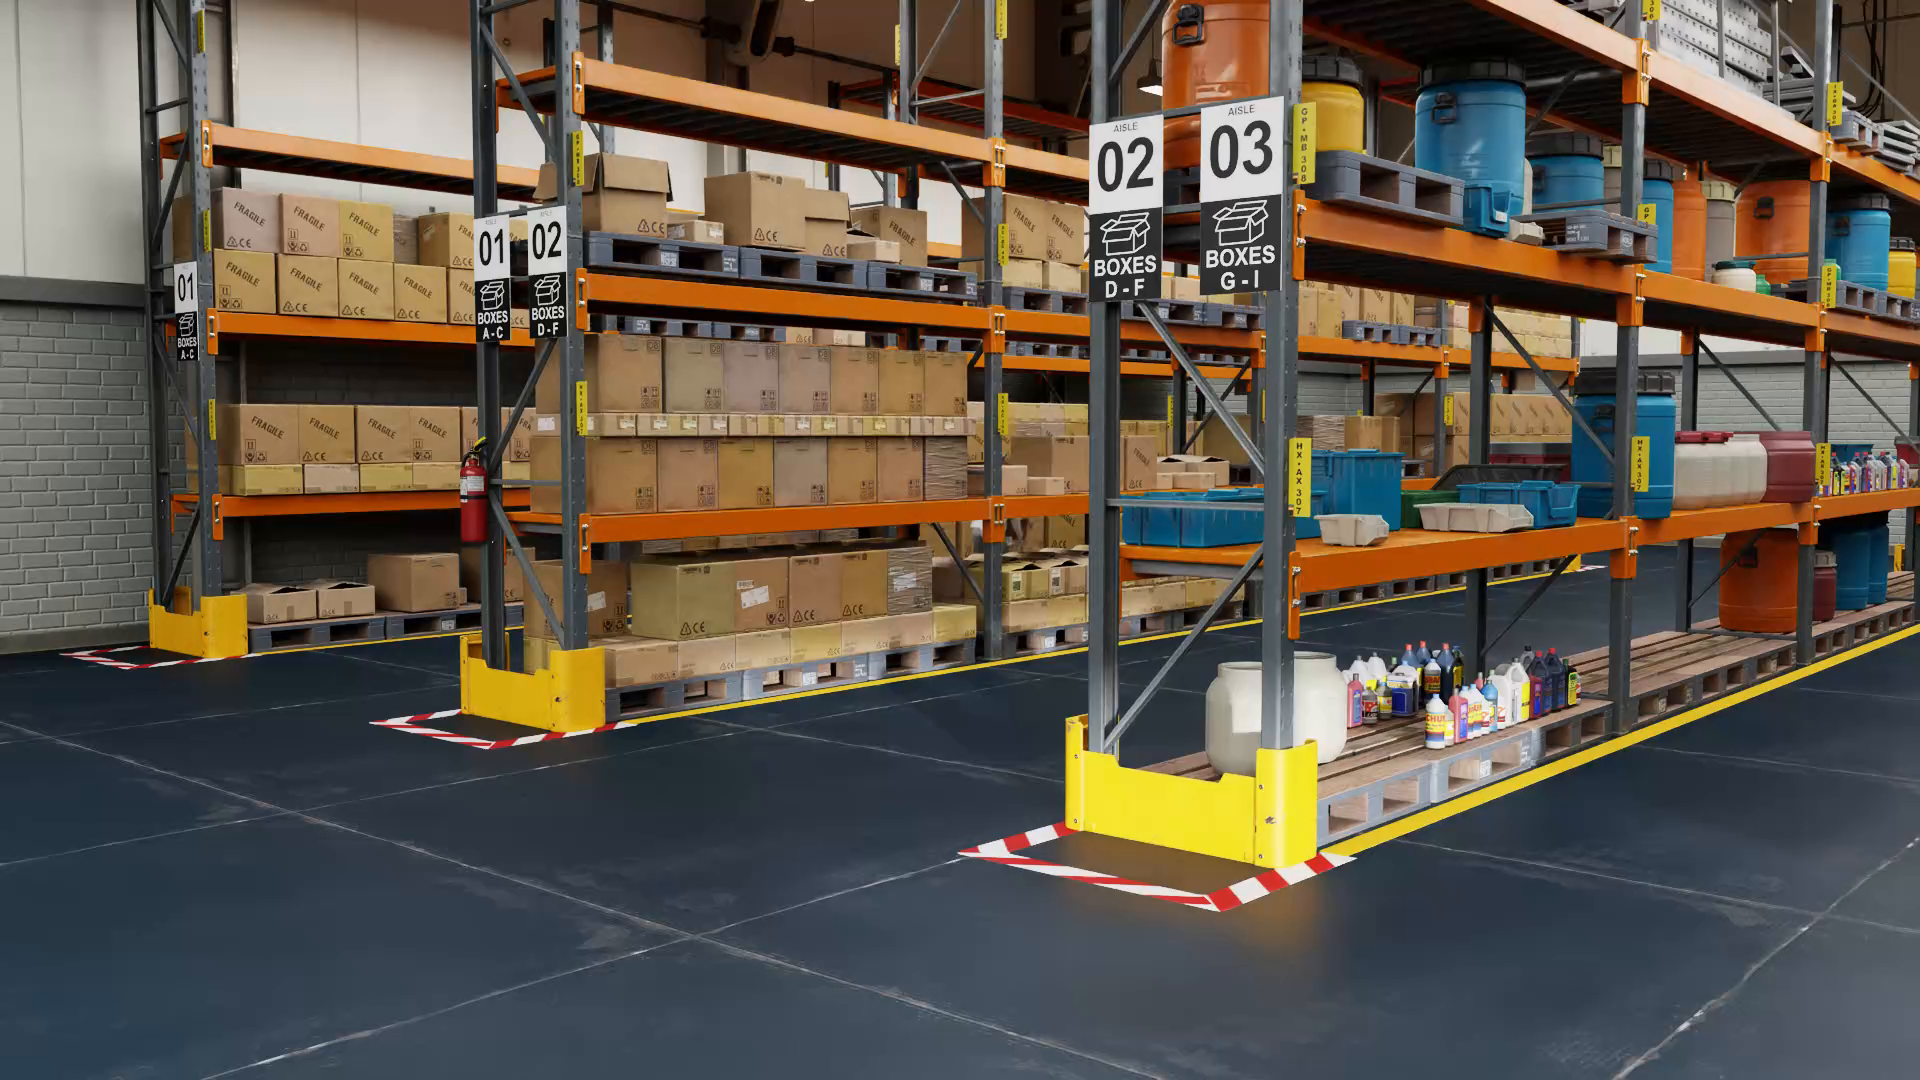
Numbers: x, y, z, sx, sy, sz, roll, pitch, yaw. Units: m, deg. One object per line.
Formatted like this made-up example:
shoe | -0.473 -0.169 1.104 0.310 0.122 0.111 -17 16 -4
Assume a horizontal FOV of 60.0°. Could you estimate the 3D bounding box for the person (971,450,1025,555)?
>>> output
person | 0.354 -0.054 16.401 0.416 1.663 0.544 3 5 40
